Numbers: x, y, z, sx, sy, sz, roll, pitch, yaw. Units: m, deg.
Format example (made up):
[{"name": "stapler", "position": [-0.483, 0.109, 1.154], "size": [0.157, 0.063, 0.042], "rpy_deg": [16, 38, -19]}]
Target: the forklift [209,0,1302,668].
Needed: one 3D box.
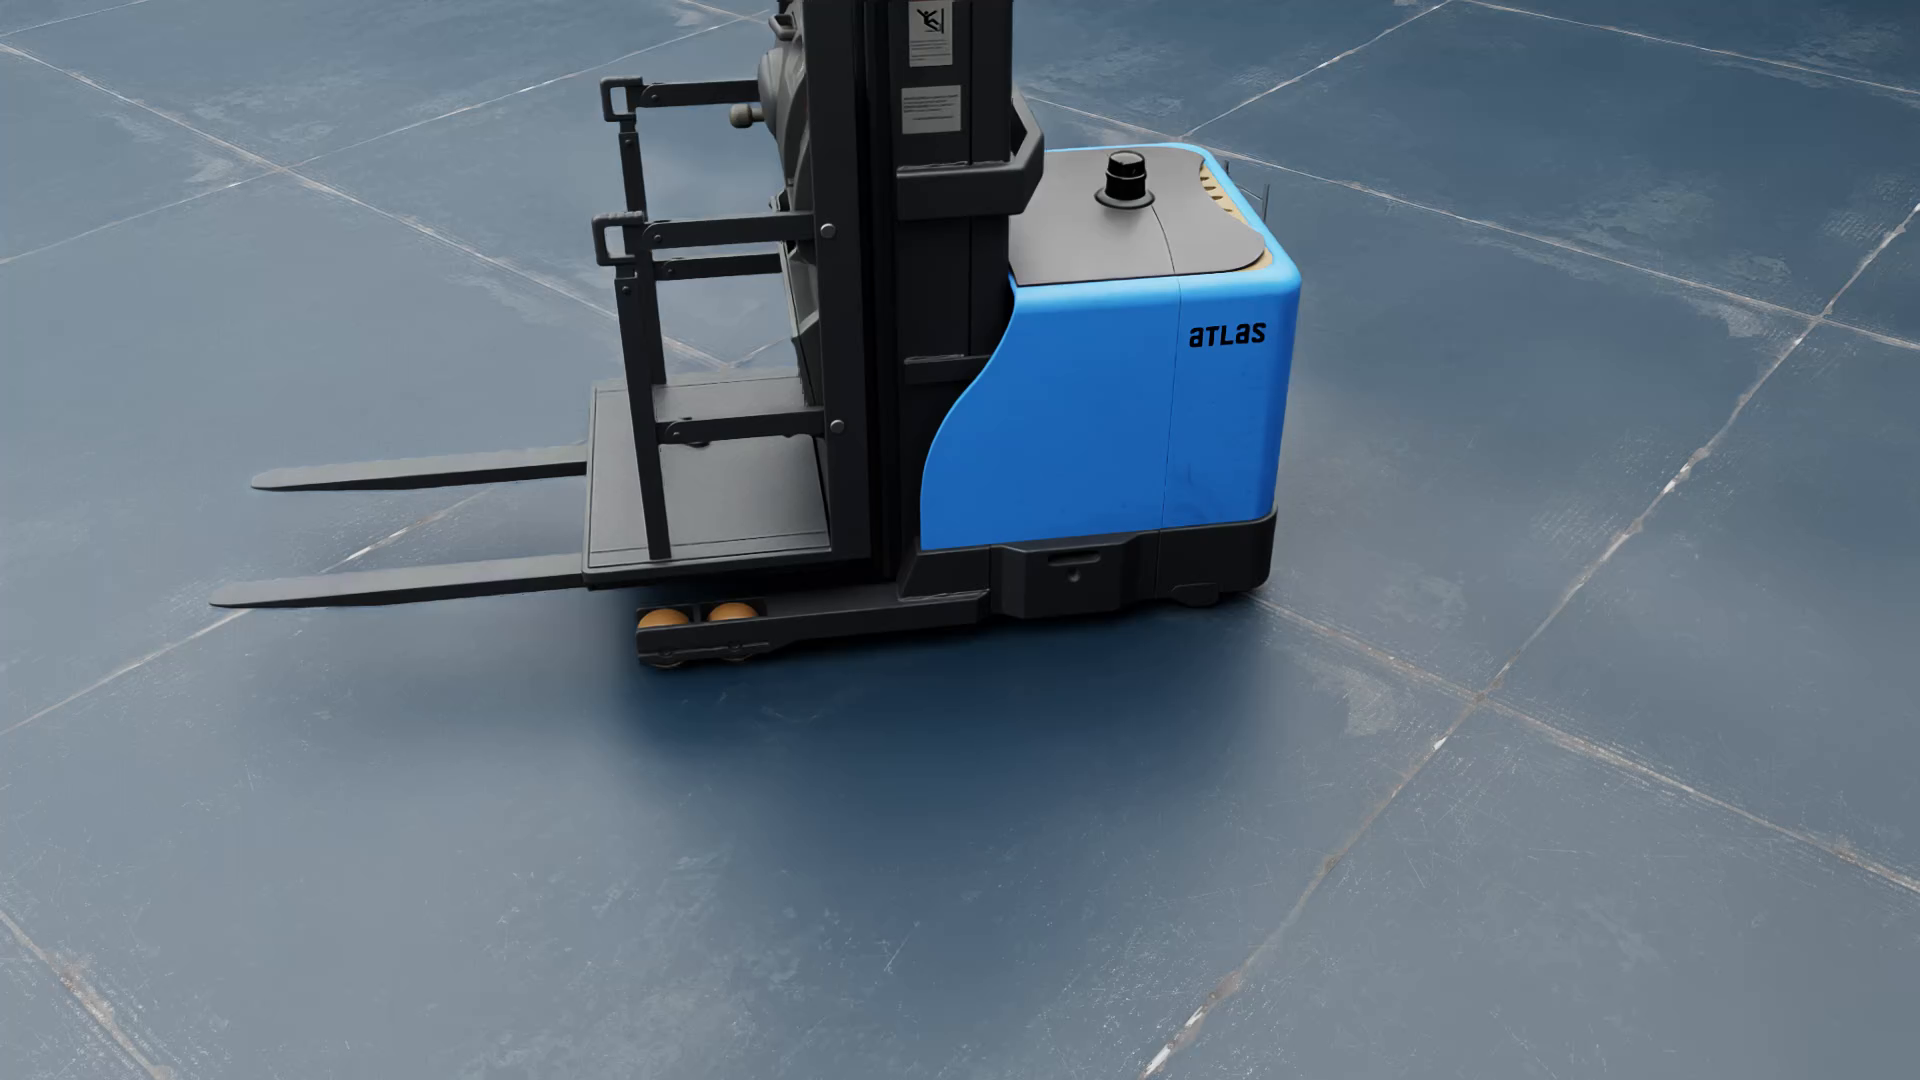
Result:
[{"name": "forklift", "position": [-0.635, -1.168, 4.361], "size": [3.031, 2.935, 1.130], "rpy_deg": [-5, 35, -7]}]

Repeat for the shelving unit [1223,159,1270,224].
[{"name": "shelving unit", "position": [0.841, -0.800, 5.619], "size": [0.210, 0.900, 0.258], "rpy_deg": [-17, 38, -23]}]

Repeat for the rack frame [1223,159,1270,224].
[{"name": "rack frame", "position": [0.930, -0.827, 5.659], "size": [0.006, 0.900, 0.240], "rpy_deg": [-17, 38, -23]}]
